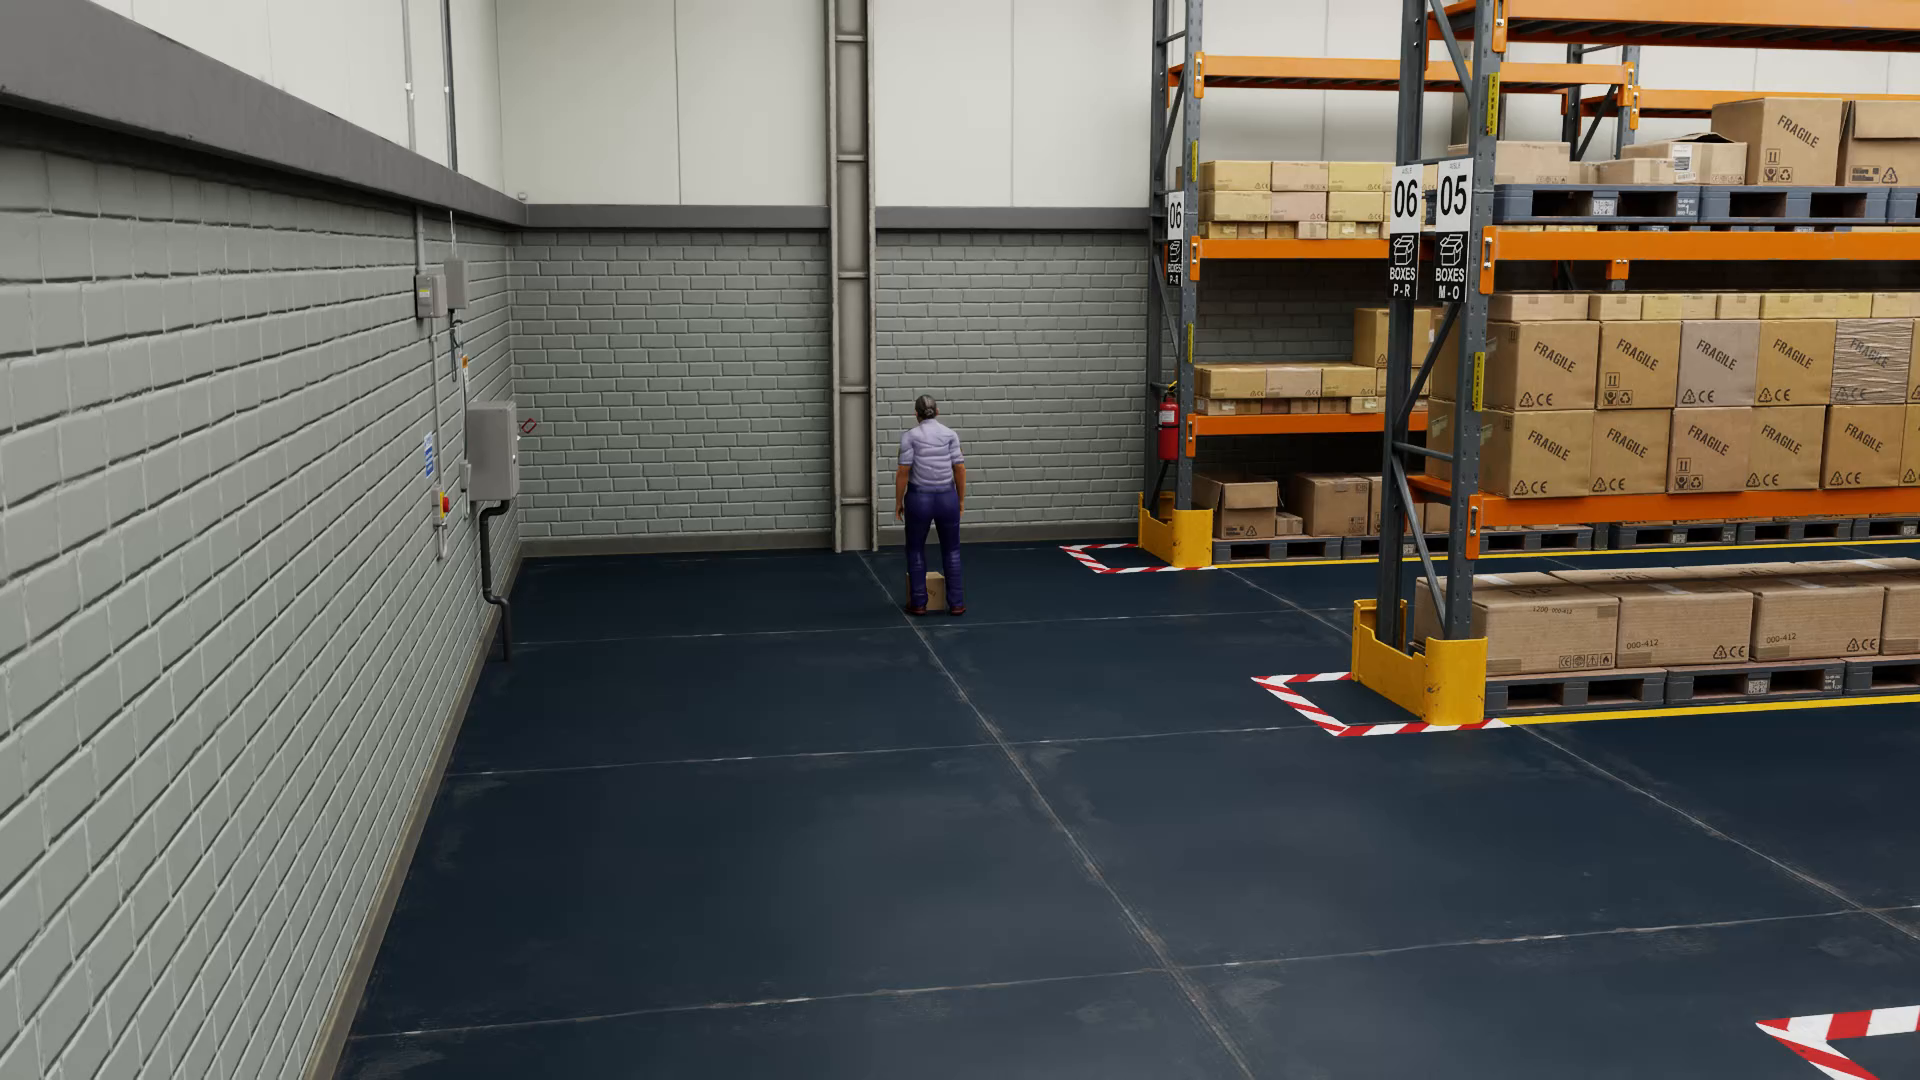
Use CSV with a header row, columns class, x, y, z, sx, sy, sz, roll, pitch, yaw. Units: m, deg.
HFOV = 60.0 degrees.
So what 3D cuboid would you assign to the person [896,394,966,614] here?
class,x,y,z,sx,sy,sz,roll,pitch,yaw
person,-0.212,-0.261,12.438,0.551,1.652,0.416,-2,10,-13
